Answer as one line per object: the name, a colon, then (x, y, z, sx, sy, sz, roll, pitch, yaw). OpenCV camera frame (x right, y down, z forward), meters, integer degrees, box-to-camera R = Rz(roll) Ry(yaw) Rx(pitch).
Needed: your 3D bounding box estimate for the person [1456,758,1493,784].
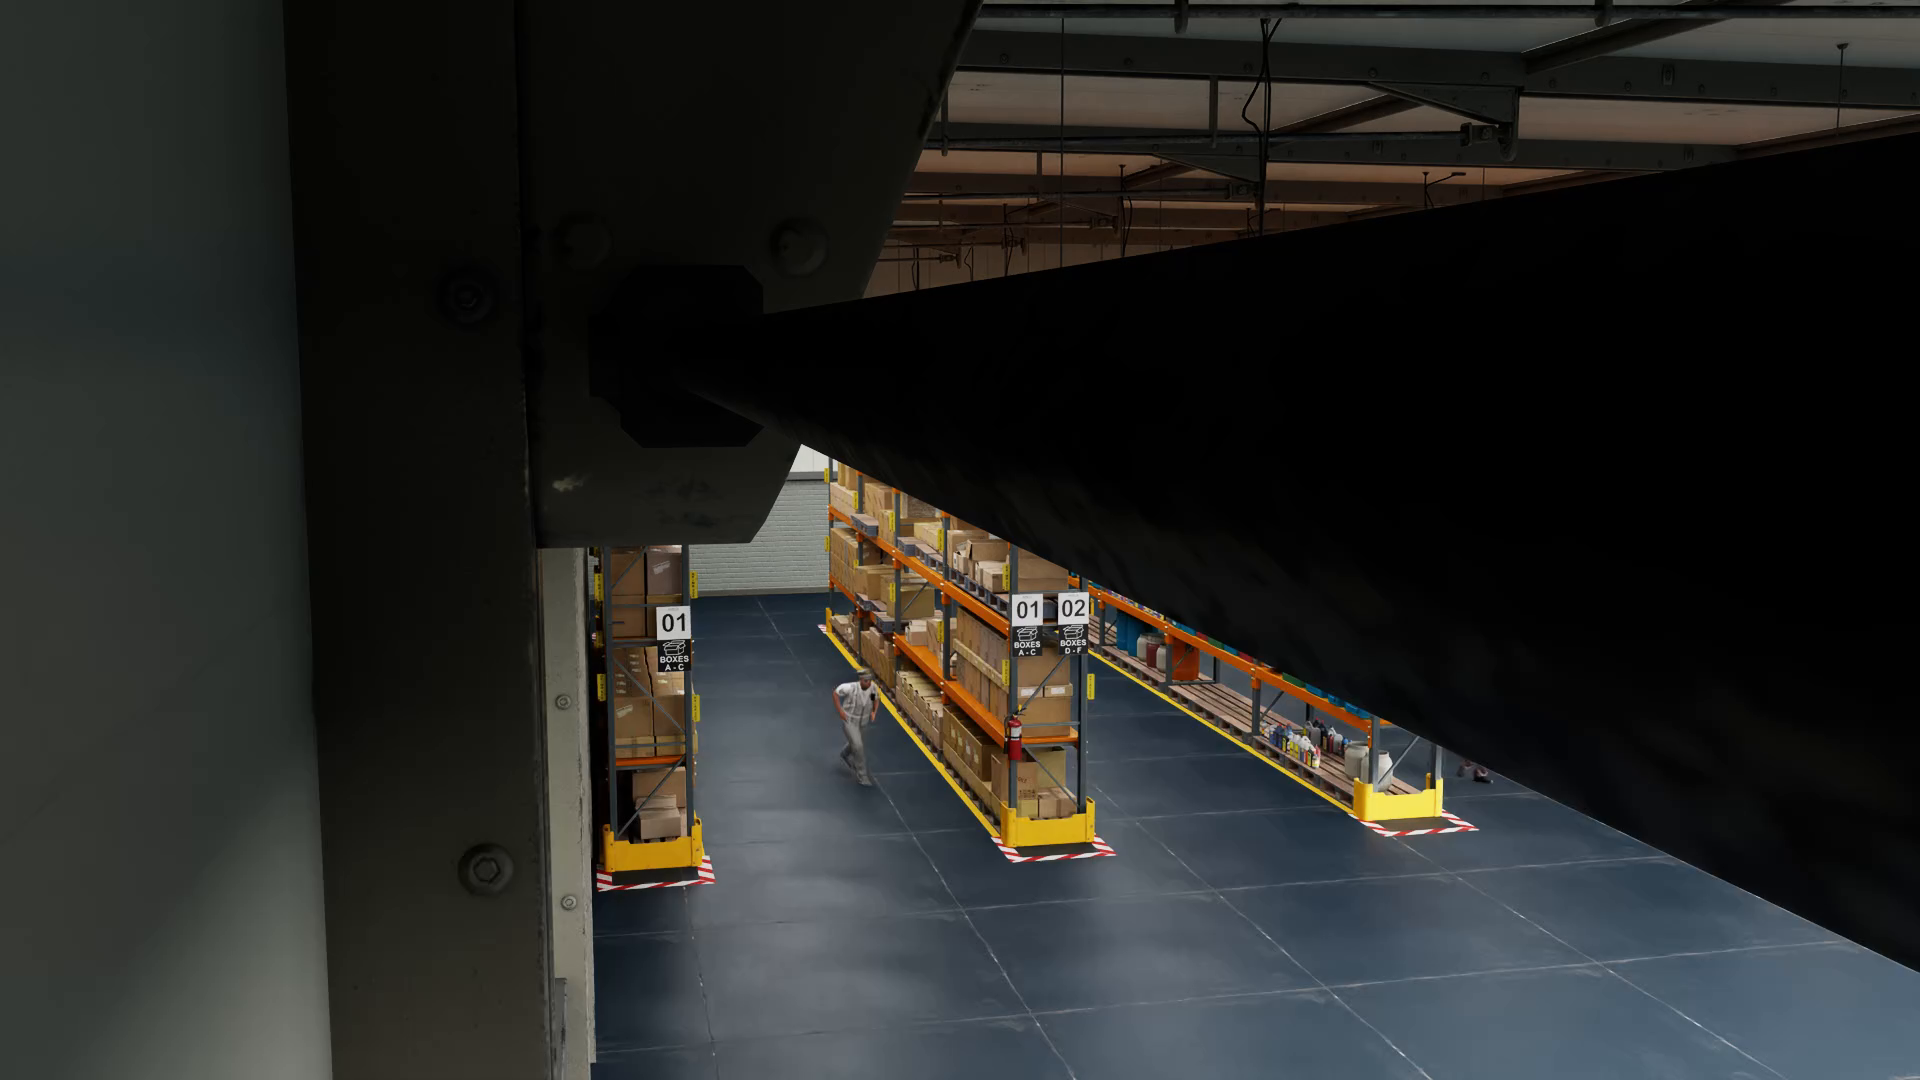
person: (7.571, 2.678, 23.863, 0.774, 1.644, 0.616, -3, 8, -26)

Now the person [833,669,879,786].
person: (-1.554, 2.661, 24.174, 0.694, 1.732, 1.020, -3, 8, -26)
